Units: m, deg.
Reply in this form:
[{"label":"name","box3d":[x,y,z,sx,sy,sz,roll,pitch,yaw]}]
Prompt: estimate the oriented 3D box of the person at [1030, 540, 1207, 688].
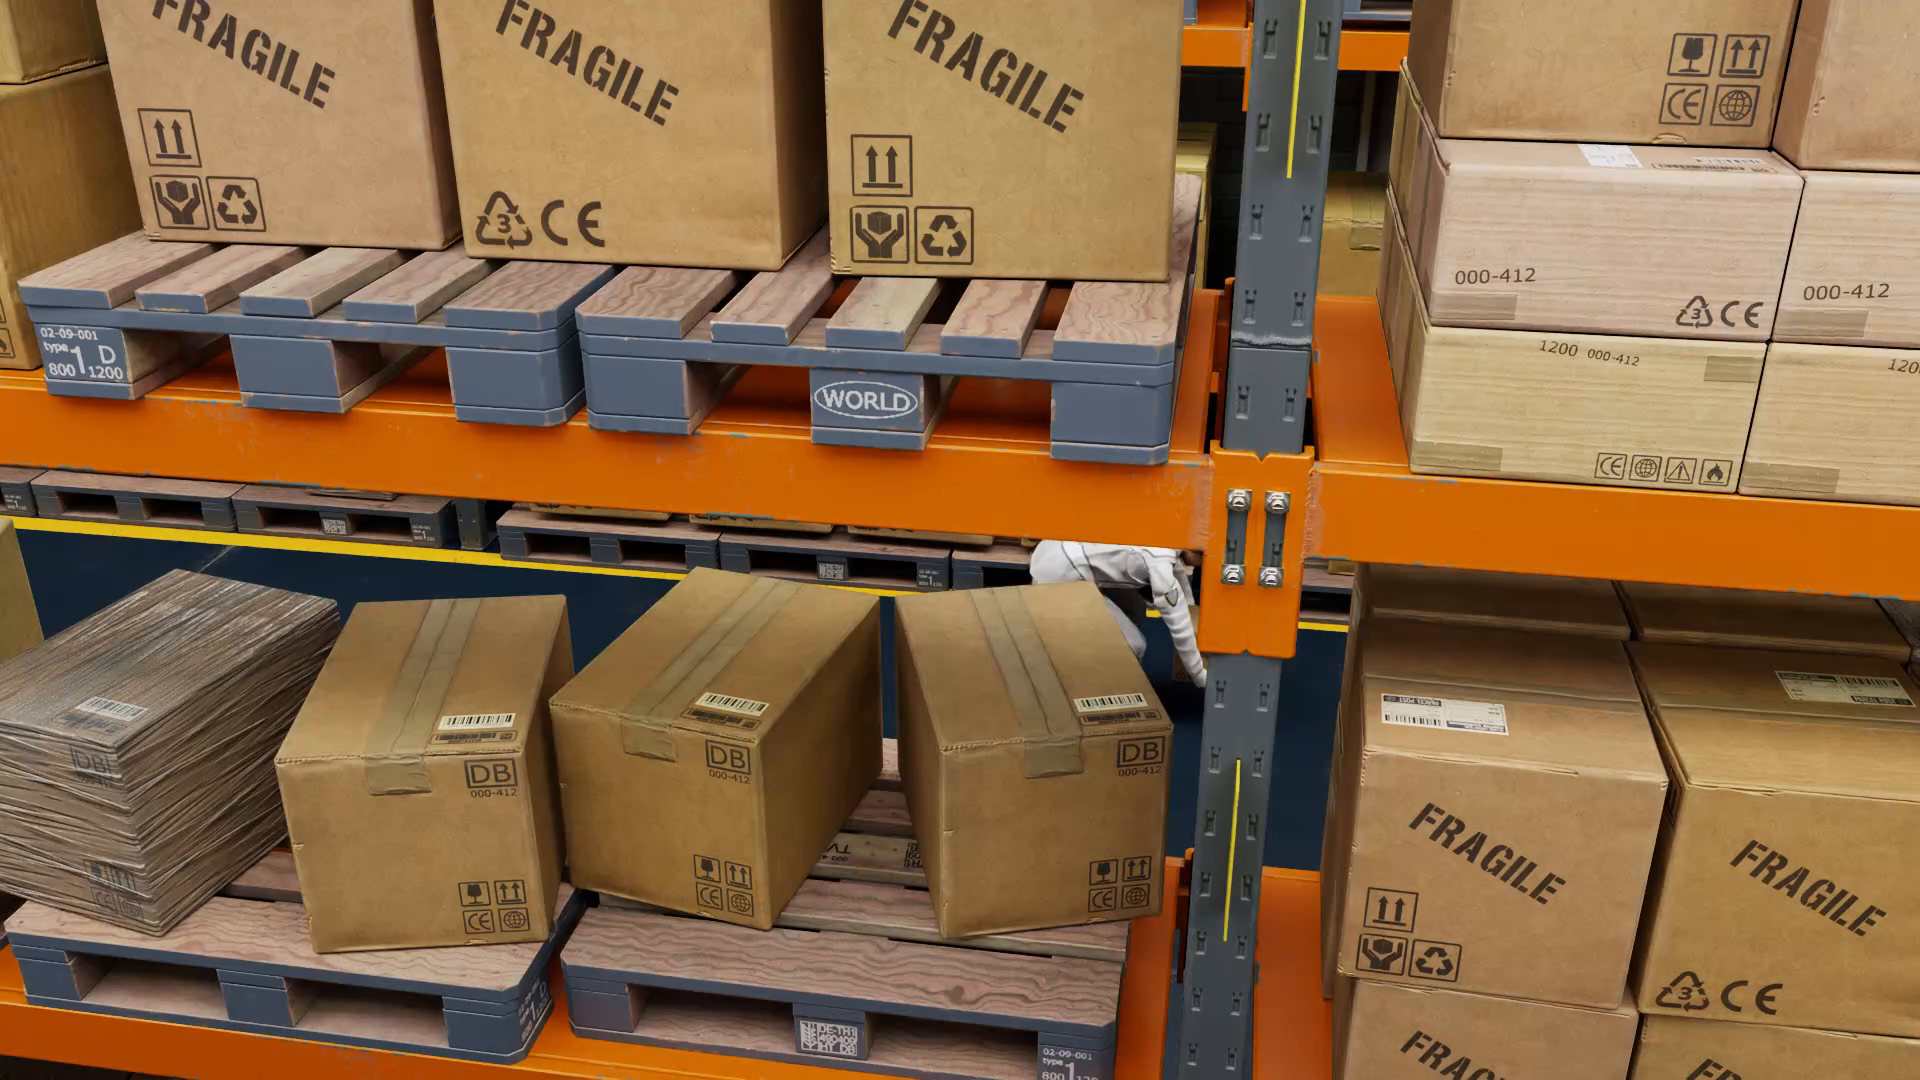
[{"label":"person","box3d":[0.760,0.294,7.293,0.912,0.978,0.468,3,25,6]}]
